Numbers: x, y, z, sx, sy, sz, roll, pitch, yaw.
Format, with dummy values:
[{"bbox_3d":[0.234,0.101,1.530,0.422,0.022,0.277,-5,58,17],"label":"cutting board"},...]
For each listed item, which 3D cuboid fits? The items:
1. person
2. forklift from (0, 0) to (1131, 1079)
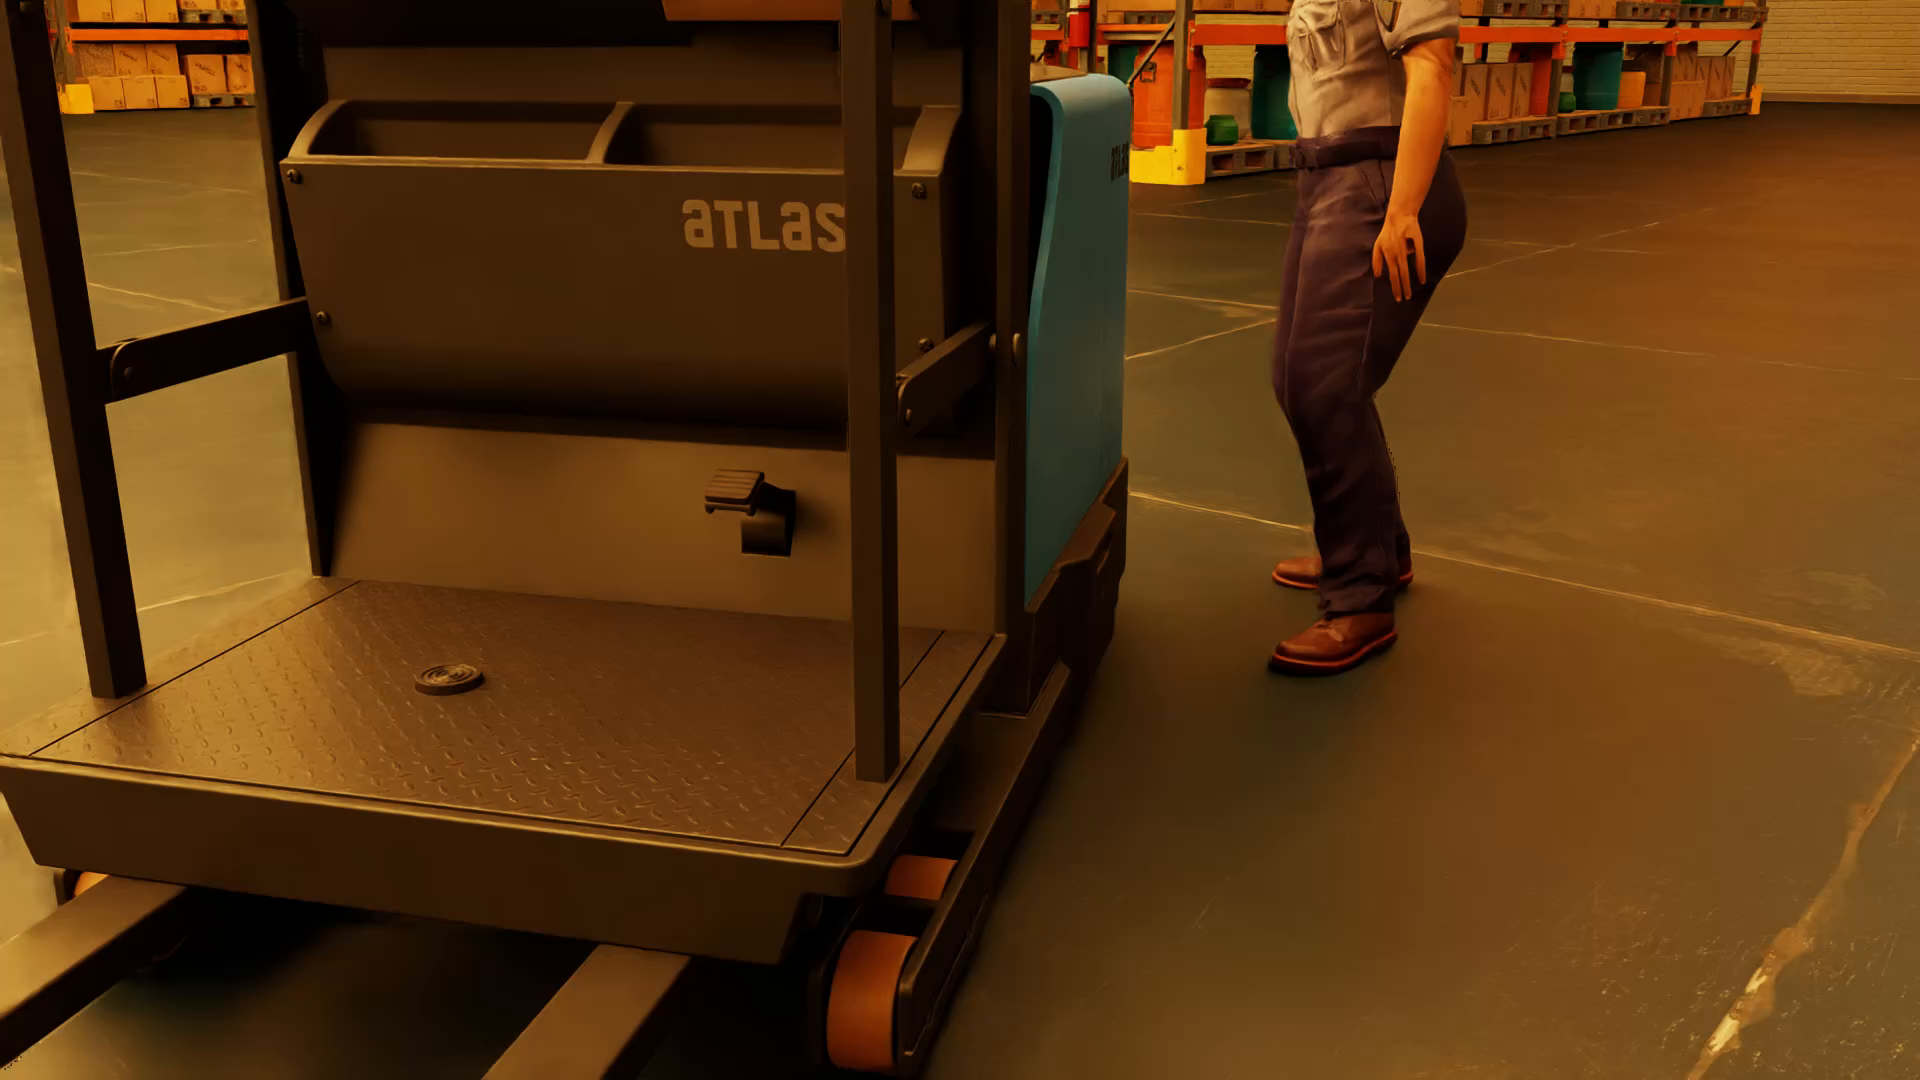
[{"bbox_3d":[0.791,-0.630,3.246,0.374,1.624,0.805,1,17,2],"label":"person"},{"bbox_3d":[-0.507,-0.908,1.889,1.130,2.935,3.031,4,17,13],"label":"forklift"}]
